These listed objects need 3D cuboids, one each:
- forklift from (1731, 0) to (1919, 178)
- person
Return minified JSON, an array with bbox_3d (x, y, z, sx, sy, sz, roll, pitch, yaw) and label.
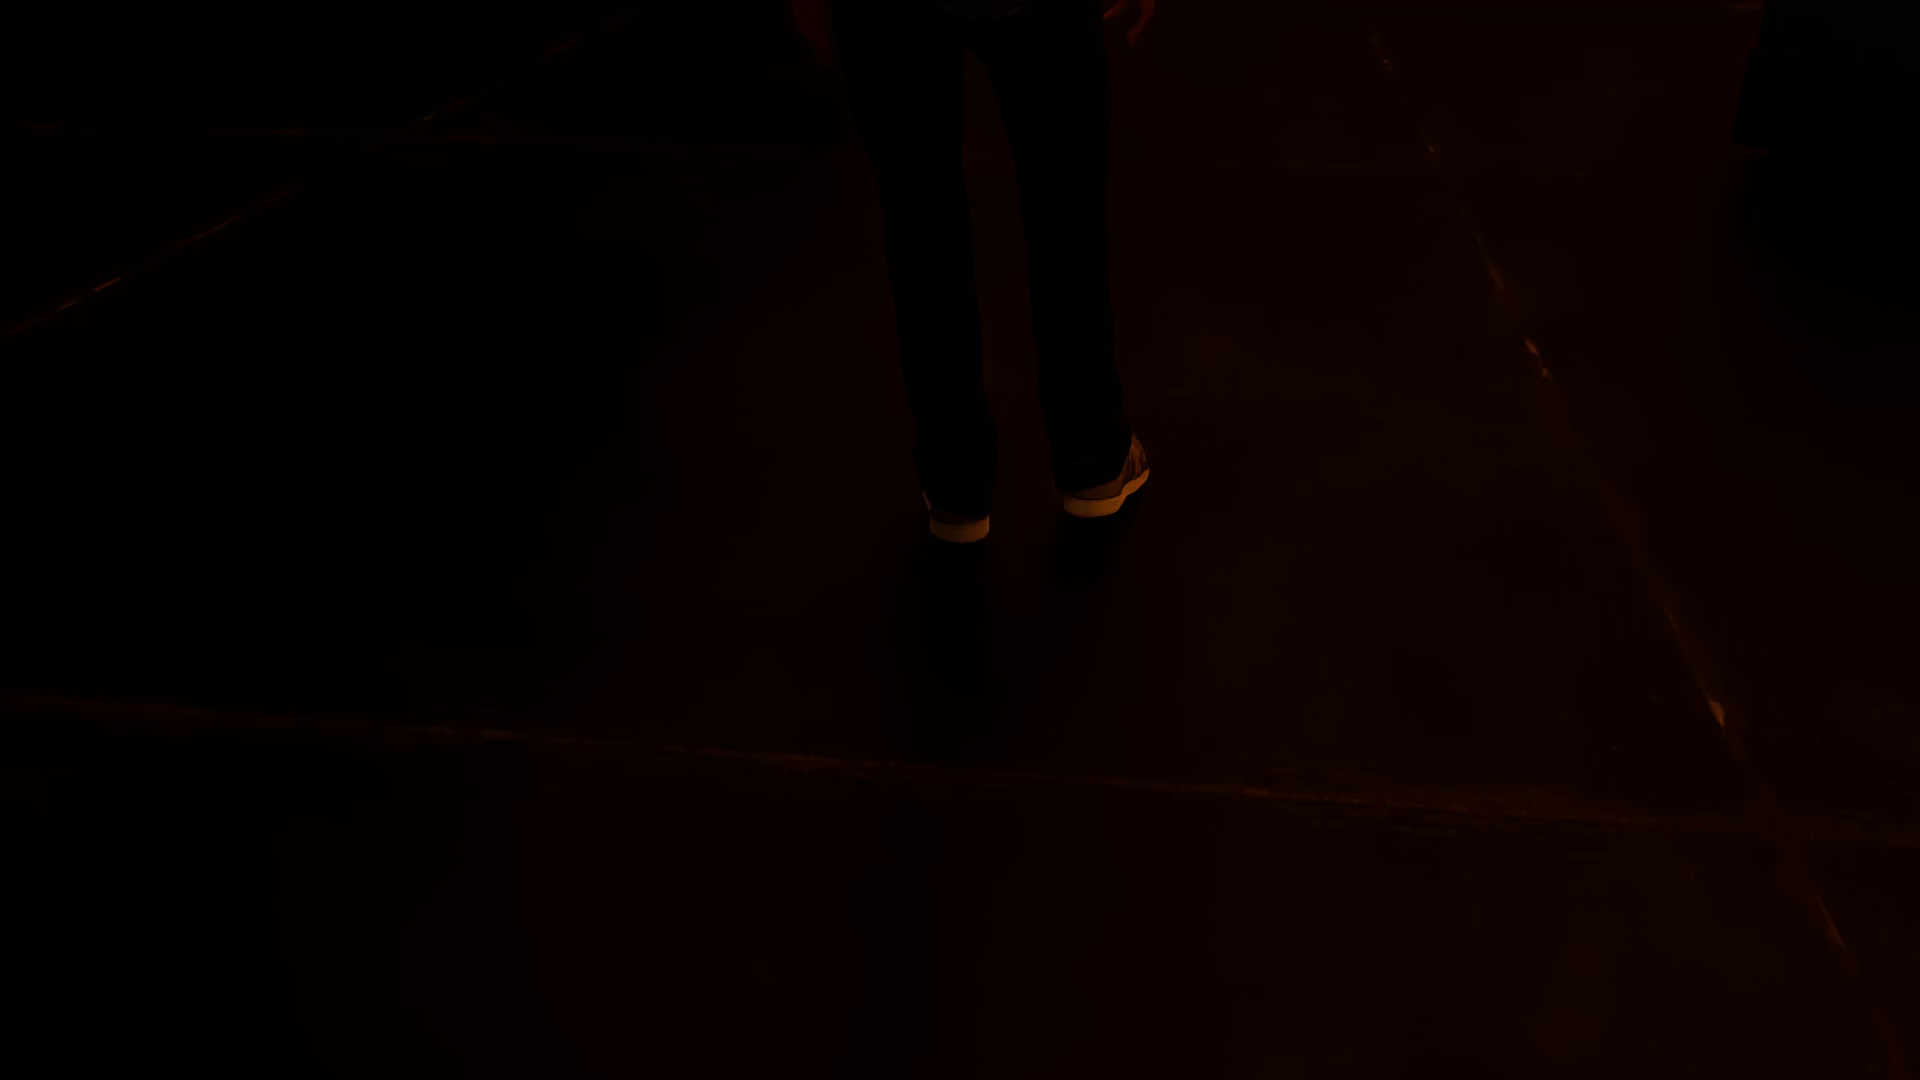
[{"bbox_3d":[3.544,-2.592,4.412,3.031,2.935,1.130,-21,33,-36],"label":"forklift"},{"bbox_3d":[0.024,-0.753,2.205,0.520,1.597,0.474,3,27,7],"label":"person"}]
